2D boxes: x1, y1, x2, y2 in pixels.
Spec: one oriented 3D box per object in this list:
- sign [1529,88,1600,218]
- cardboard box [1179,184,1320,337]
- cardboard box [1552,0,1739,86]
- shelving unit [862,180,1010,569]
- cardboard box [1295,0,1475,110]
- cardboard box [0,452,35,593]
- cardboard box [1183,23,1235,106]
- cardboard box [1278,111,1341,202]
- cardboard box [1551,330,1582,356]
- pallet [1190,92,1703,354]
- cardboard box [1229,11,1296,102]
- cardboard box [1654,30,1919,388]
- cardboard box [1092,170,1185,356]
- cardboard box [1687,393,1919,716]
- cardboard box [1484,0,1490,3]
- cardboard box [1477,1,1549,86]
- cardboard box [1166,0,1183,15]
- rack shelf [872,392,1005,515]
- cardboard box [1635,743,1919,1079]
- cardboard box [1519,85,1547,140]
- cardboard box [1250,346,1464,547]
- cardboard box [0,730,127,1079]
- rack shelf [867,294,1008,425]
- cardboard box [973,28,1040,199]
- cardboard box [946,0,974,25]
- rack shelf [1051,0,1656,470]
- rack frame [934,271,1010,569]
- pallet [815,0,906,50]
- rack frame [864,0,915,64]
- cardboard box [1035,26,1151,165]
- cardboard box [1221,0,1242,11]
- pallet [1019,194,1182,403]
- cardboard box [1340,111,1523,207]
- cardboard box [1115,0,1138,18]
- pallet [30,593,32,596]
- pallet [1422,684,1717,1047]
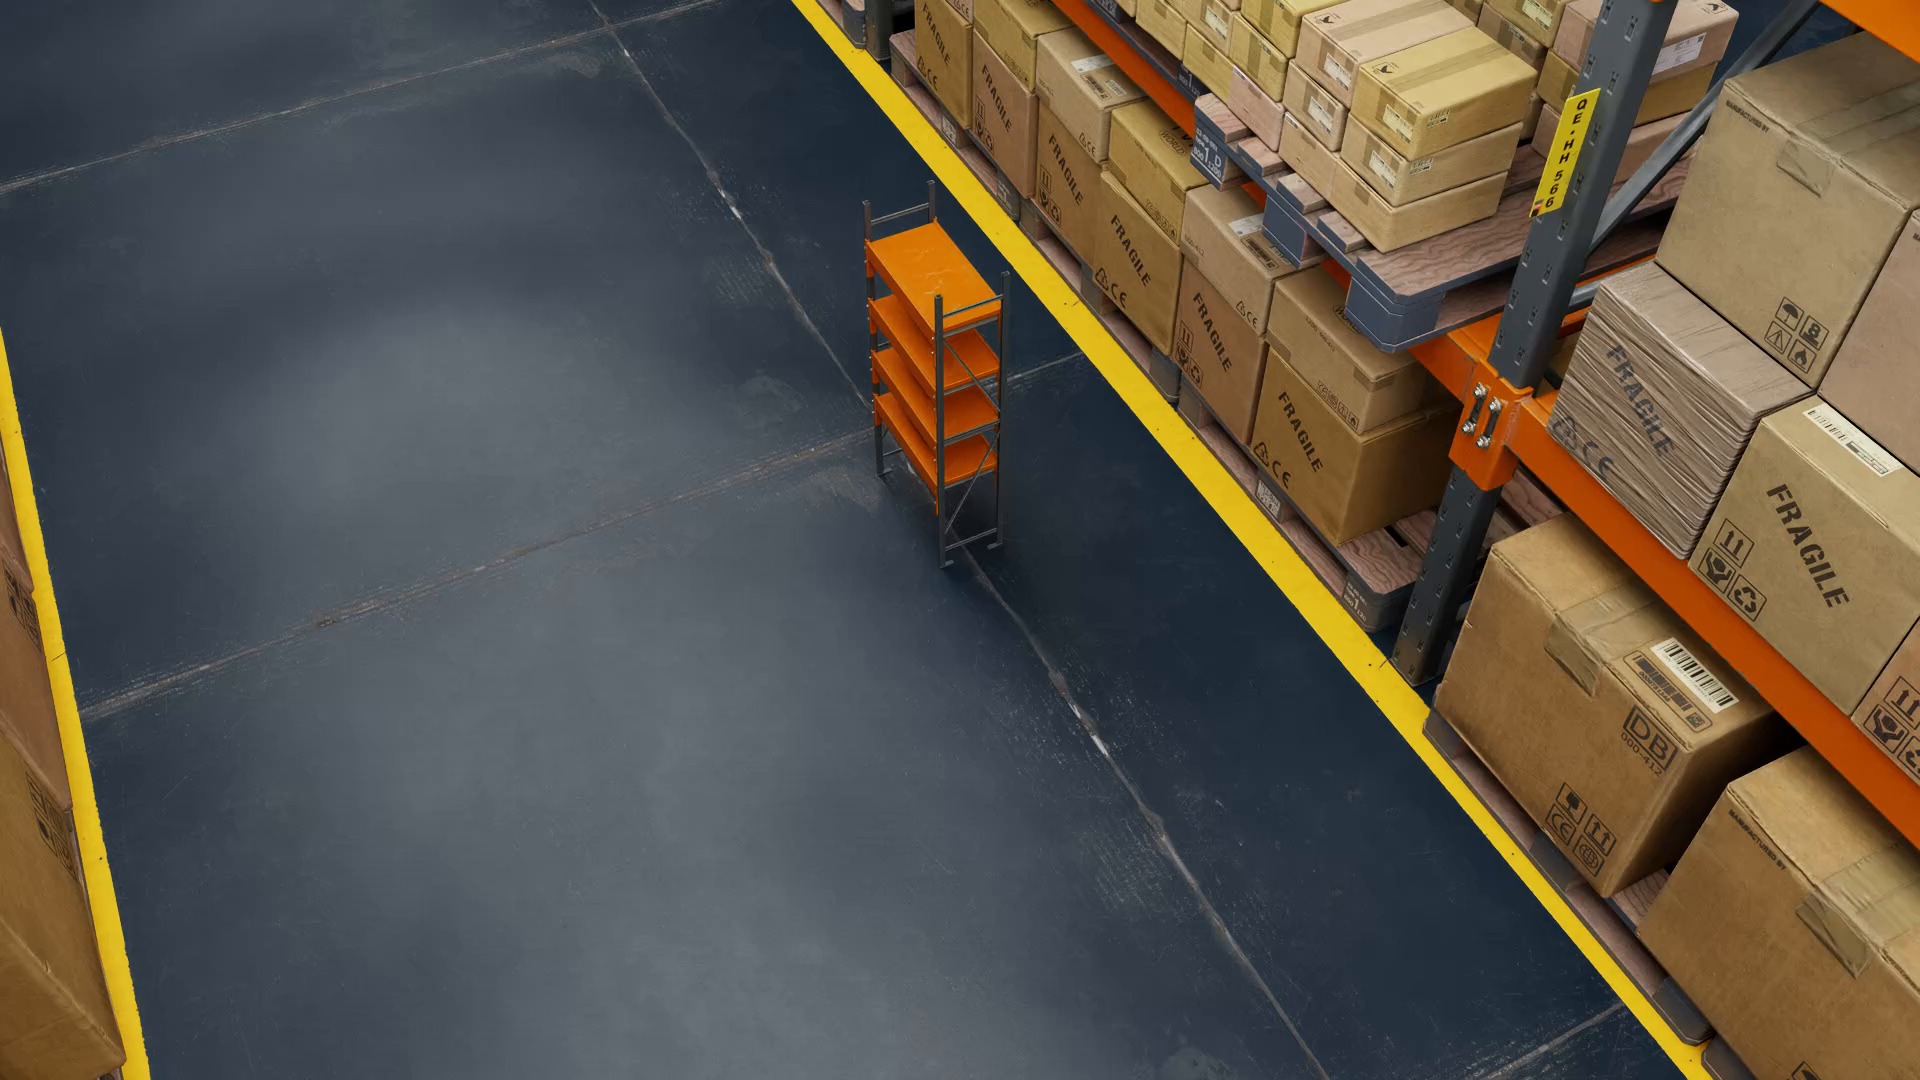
[{"bbox_3d":[1.387,-0.884,3.813,0.100,0.325,0.005,-21,52,-18],"label":"sign"},{"bbox_3d":[1.079,-0.986,5.503,0.500,0.250,0.500,-20,52,-17],"label":"cardboard box"},{"bbox_3d":[1.824,-1.352,4.433,0.380,0.149,0.250,-21,52,-17],"label":"cardboard box"},{"bbox_3d":[-0.076,-0.506,5.395,0.258,1.200,0.503,-21,52,-18],"label":"shelving unit"},{"bbox_3d":[1.121,-1.312,4.398,0.380,0.149,0.250,-22,52,-18],"label":"cardboard box"},{"bbox_3d":[-3.701,-0.178,5.045,1.225,0.875,0.875,-23,53,-19],"label":"cardboard box"},{"bbox_3d":[0.890,-1.456,4.919,0.380,0.149,0.250,-22,52,-18],"label":"cardboard box"},{"bbox_3d":[1.119,-1.116,4.621,0.380,0.149,0.250,-21,52,-18],"label":"cardboard box"},{"bbox_3d":[1.765,-0.829,5.366,0.500,0.250,0.500,-23,53,-19],"label":"cardboard box"},{"bbox_3d":[1.445,-1.099,4.846,1.213,0.211,1.003,-21,52,-18],"label":"pallet"},{"bbox_3d":[0.988,-1.402,4.674,0.380,0.149,0.250,-20,52,-17],"label":"cardboard box"},{"bbox_3d":[2.062,-0.780,3.709,0.700,0.500,0.500,-21,52,-18],"label":"cardboard box"},{"bbox_3d":[0.841,-1.085,6.088,0.500,0.500,0.500,-23,53,-19],"label":"cardboard box"},{"bbox_3d":[2.066,-0.022,3.710,0.500,0.500,0.500,-22,52,-18],"label":"cardboard box"},{"bbox_3d":[1.593,-1.694,4.731,0.380,0.149,0.250,-21,52,-18],"label":"cardboard box"},{"bbox_3d":[1.697,-1.449,4.715,0.380,0.149,0.250,-19,51,-16],"label":"cardboard box"},{"bbox_3d":[0.762,-1.737,4.967,0.380,0.149,0.250,-21,52,-18],"label":"cardboard box"},{"bbox_3d":[-0.076,-0.331,5.595,0.258,0.148,0.480,-21,52,-18],"label":"rack shelf"},{"bbox_3d":[2.467,0.903,4.183,1.050,0.750,0.750,-20,52,-17],"label":"cardboard box"},{"bbox_3d":[1.718,-1.326,4.805,0.380,0.149,0.250,-19,51,-16],"label":"cardboard box"},{"bbox_3d":[1.332,-0.388,5.478,0.500,0.500,0.500,-21,52,-18],"label":"cardboard box"},{"bbox_3d":[-2.888,1.011,4.005,1.225,0.875,0.875,-23,53,-19],"label":"cardboard box"},{"bbox_3d":[-0.076,-0.609,5.278,0.258,0.148,0.480,-21,52,-18],"label":"rack shelf"},{"bbox_3d":[0.381,-1.775,6.691,0.500,0.500,0.500,-19,52,-16],"label":"cardboard box"},{"bbox_3d":[0.138,-2.376,6.718,0.500,0.250,0.500,-23,53,-19],"label":"cardboard box"},{"bbox_3d":[0.950,-1.824,5.830,1.077,0.370,4.000,-21,52,-18],"label":"rack shelf"},{"bbox_3d":[0.036,-0.342,5.252,0.240,1.200,0.015,-21,52,-18],"label":"rack frame"},{"bbox_3d":[-0.304,-2.918,8.162,1.003,0.211,1.213,-21,52,-18],"label":"pallet"},{"bbox_3d":[0.035,-3.399,6.730,1.000,3.000,0.127,-21,52,-18],"label":"rack frame"},{"bbox_3d":[0.614,-1.677,6.108,0.500,0.250,0.500,-19,52,-16],"label":"cardboard box"},{"bbox_3d":[0.875,-1.665,4.706,0.380,0.149,0.250,-20,52,-16],"label":"cardboard box"},{"bbox_3d":[0.955,-1.143,6.609,1.003,0.211,1.213,-21,52,-18],"label":"pallet"},{"bbox_3d":[1.234,-1.049,4.365,0.380,0.149,0.250,-20,52,-17],"label":"cardboard box"},{"bbox_3d":[0.649,-1.809,5.228,0.380,0.149,0.250,-20,52,-16],"label":"cardboard box"},{"bbox_3d":[-3.439,0.468,5.200,1.003,0.211,1.213,-21,52,-18],"label":"pallet"},{"bbox_3d":[2.159,0.750,4.954,1.003,0.211,1.213,-21,52,-18],"label":"pallet"}]
